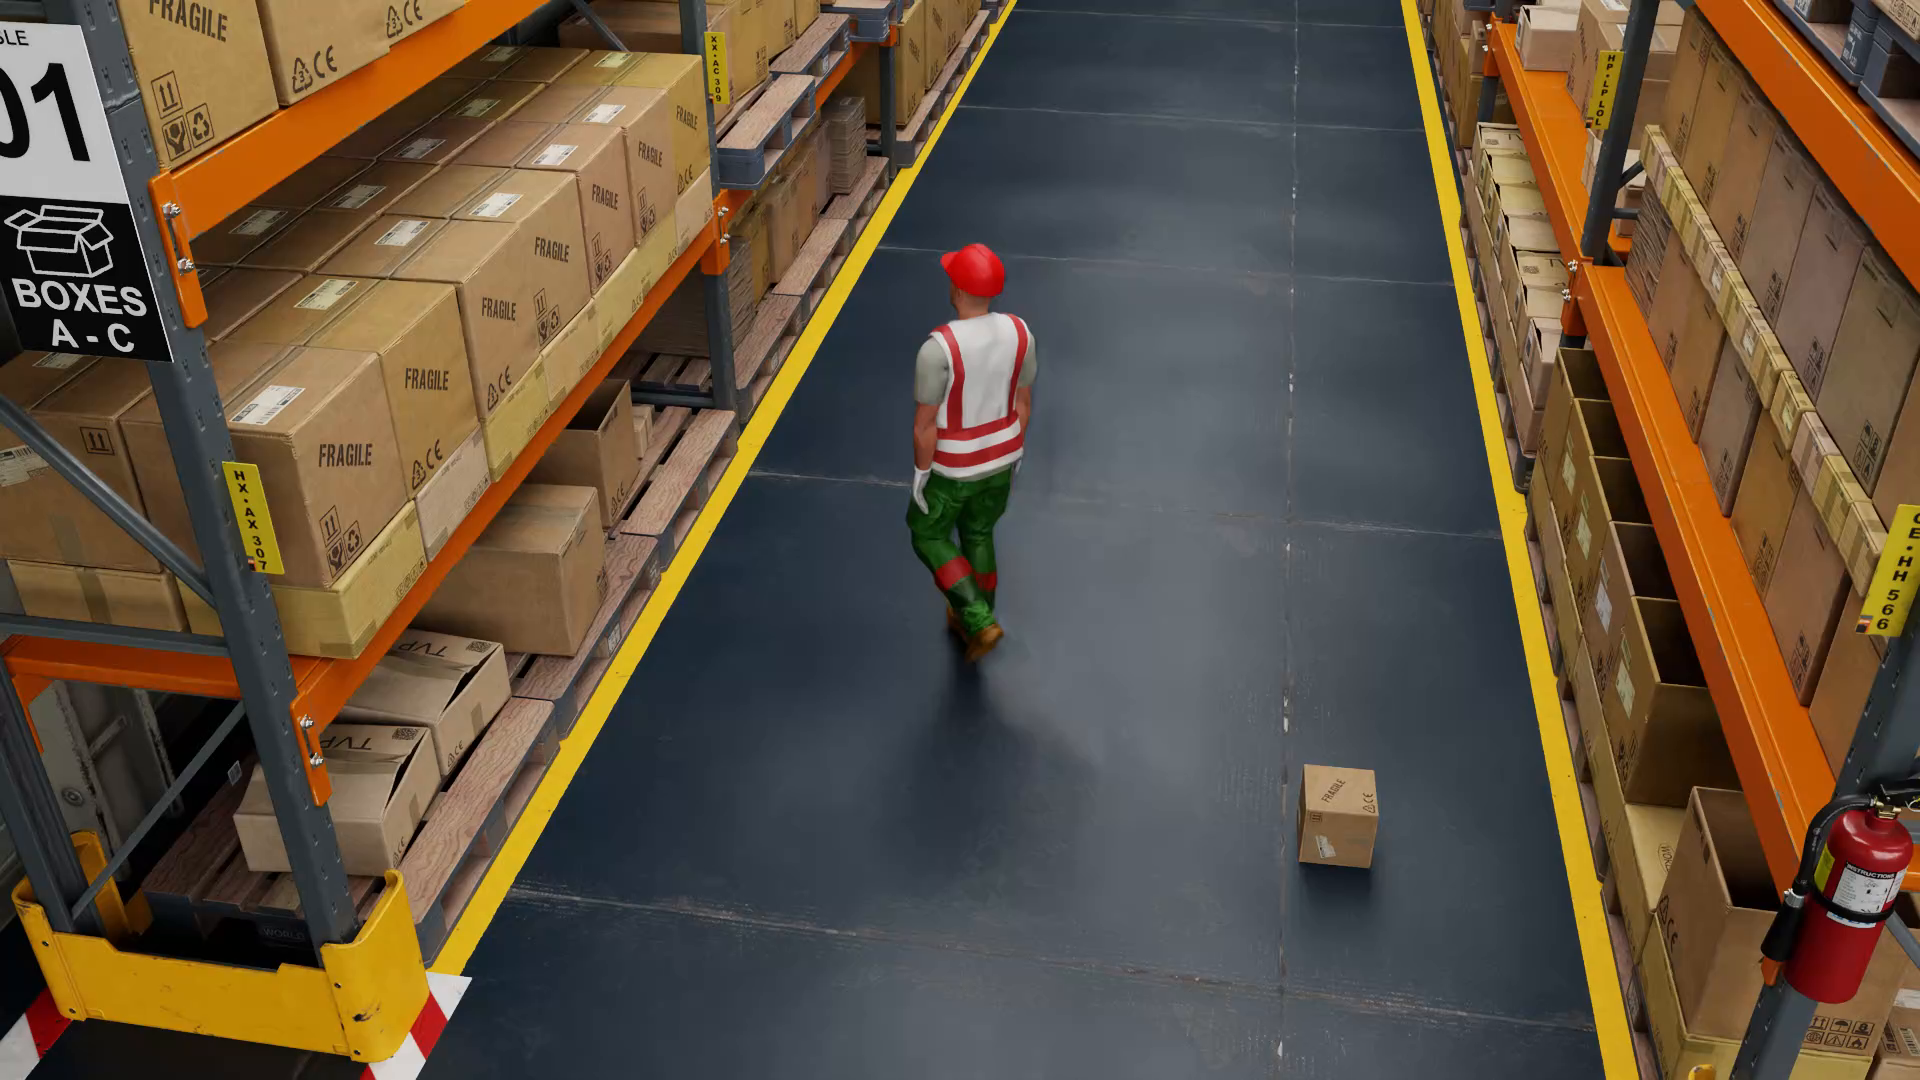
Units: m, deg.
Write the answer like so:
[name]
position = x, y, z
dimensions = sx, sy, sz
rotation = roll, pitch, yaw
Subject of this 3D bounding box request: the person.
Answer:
[person]
position = 0.067, -0.293, 6.536
dimensions = 0.538, 1.780, 0.597
rotation = -17, 36, -25
